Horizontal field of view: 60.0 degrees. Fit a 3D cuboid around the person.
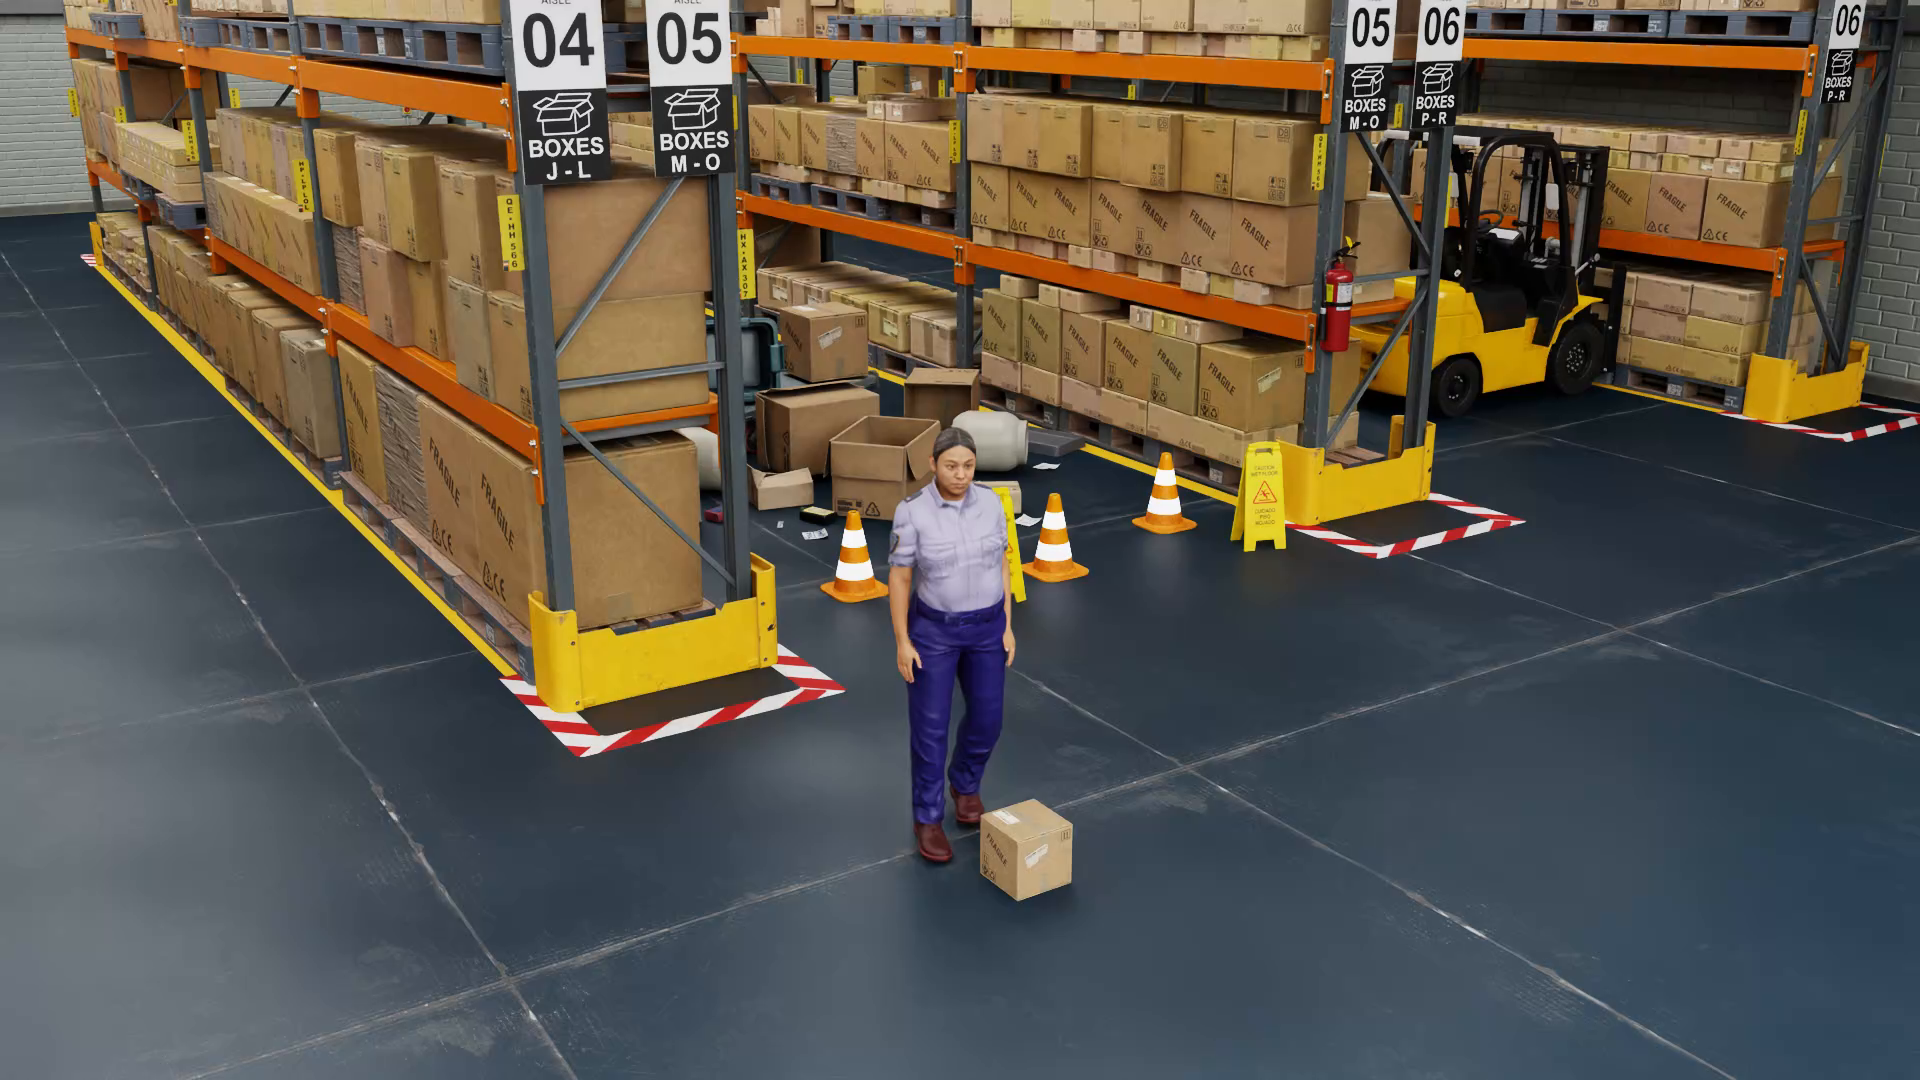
[{"bbox_3d":[-0.024,0.375,6.407,0.494,1.656,0.491,-7,19,-20],"label":"person"}]
